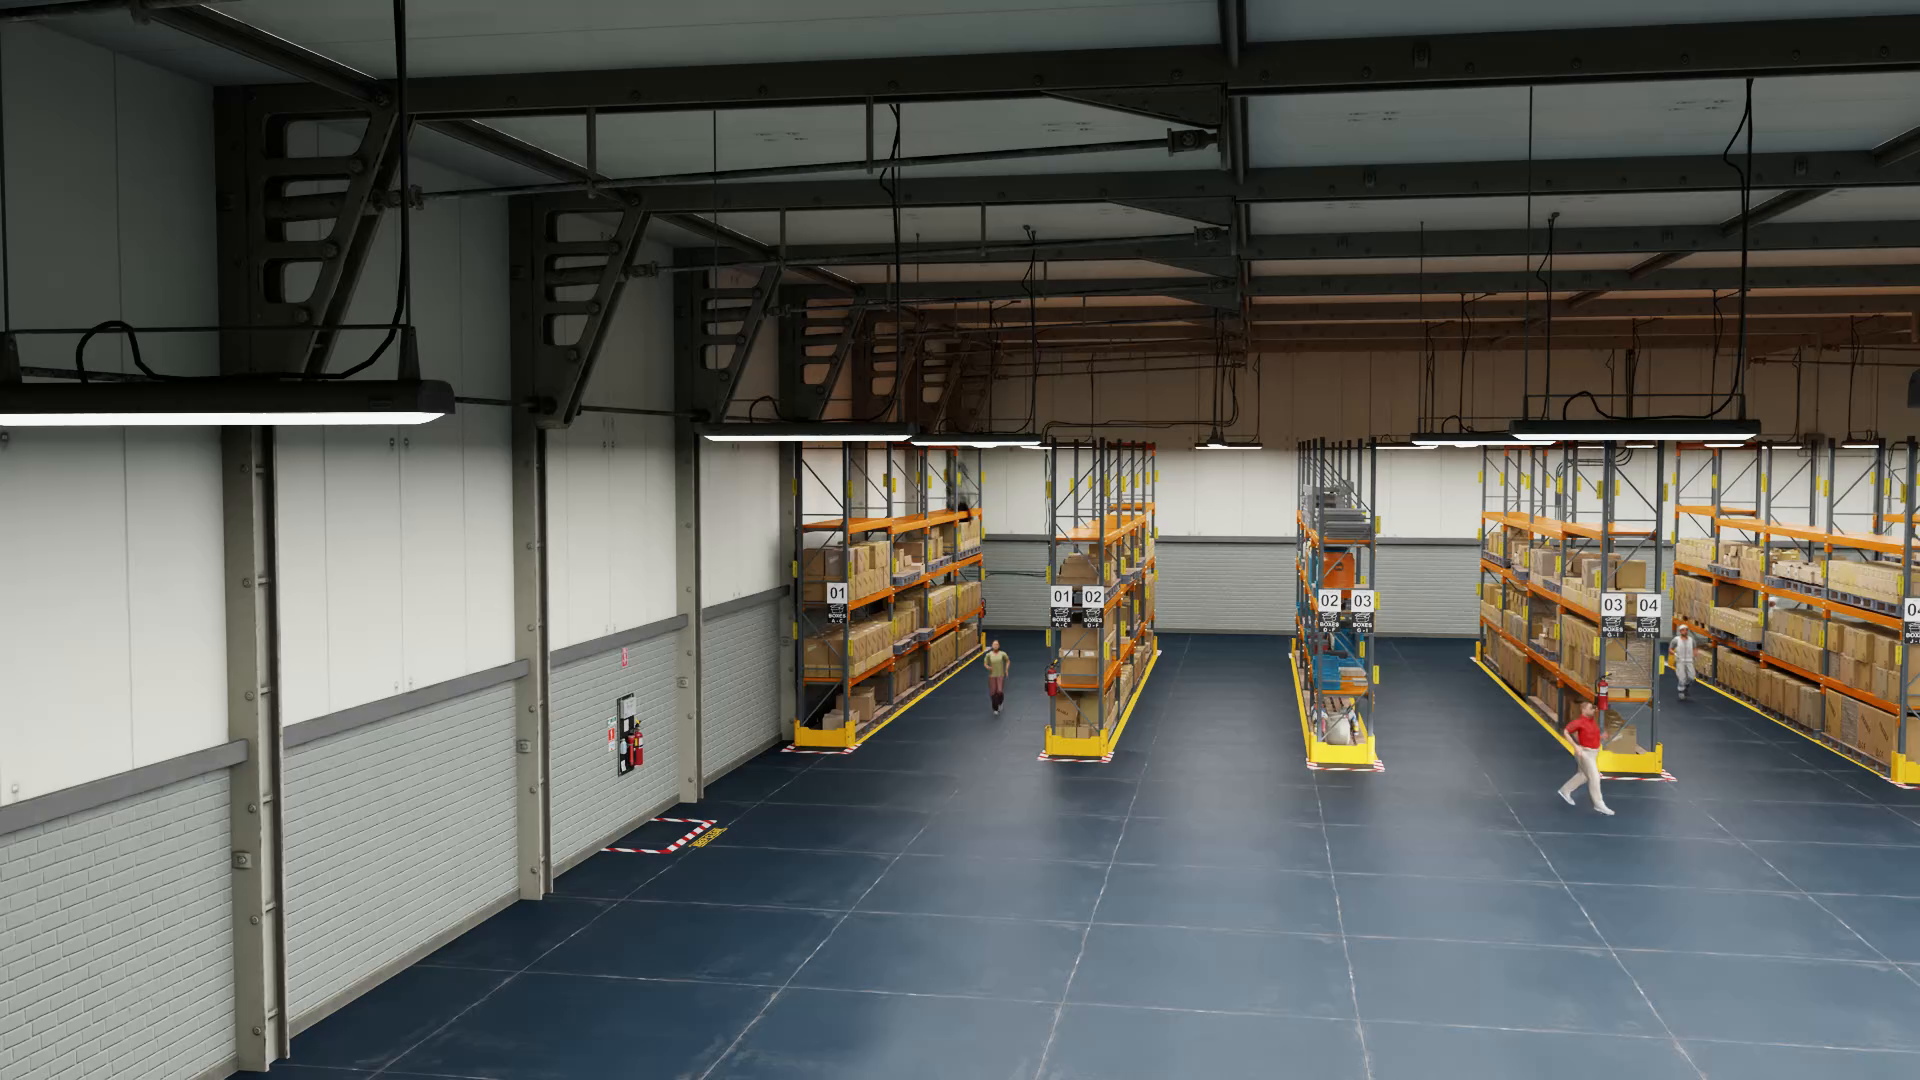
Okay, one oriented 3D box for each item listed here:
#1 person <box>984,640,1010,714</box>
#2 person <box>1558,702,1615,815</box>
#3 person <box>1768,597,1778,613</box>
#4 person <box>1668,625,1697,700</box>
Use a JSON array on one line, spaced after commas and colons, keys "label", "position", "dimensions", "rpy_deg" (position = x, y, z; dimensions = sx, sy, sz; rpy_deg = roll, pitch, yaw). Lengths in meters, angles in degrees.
[{"label": "person", "position": [0.793, 2.989, 36.190], "dimensions": [0.566, 1.625, 0.555], "rpy_deg": [0, 3, 4]}, {"label": "person", "position": [9.974, 3.437, 26.443], "dimensions": [0.954, 1.728, 0.658], "rpy_deg": [3, 4, 41]}, {"label": "person", "position": [22.220, 2.445, 45.449], "dimensions": [0.748, 1.803, 0.687], "rpy_deg": [1, 3, 12]}, {"label": "person", "position": [16.687, 2.821, 38.309], "dimensions": [0.649, 1.740, 0.604], "rpy_deg": [0, 3, 9]}]
